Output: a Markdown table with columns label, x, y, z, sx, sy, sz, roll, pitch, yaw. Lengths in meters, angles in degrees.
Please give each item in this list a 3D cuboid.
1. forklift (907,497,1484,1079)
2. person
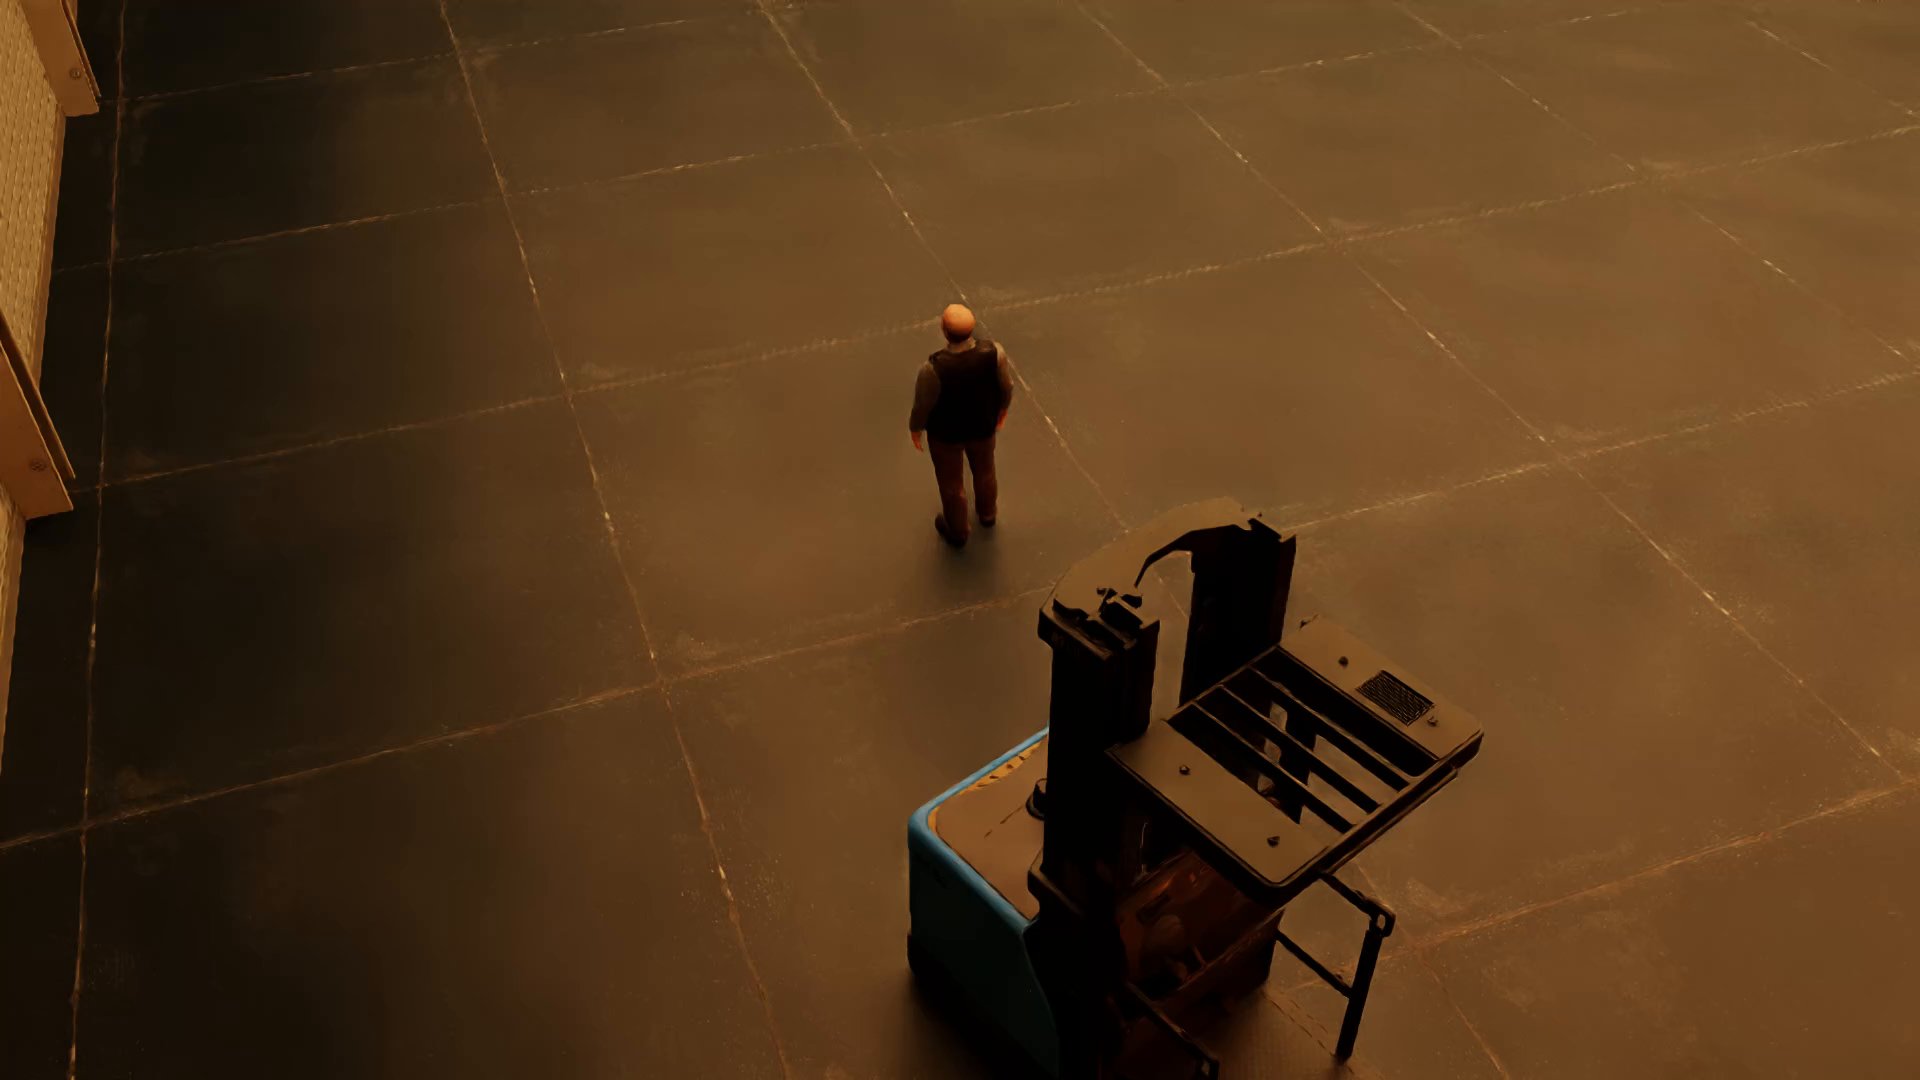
| label | x | y | z | sx | sy | sz | roll | pitch | yaw |
| --- | --- | --- | --- | --- | --- | --- | --- | --- | --- |
| forklift | 1.091 | 1.419 | 6.306 | 1.130 | 2.935 | 3.031 | -28 | 48 | -30 |
| person | -0.014 | -0.704 | 9.765 | 0.632 | 1.720 | 0.567 | -13 | 42 | -15 |
